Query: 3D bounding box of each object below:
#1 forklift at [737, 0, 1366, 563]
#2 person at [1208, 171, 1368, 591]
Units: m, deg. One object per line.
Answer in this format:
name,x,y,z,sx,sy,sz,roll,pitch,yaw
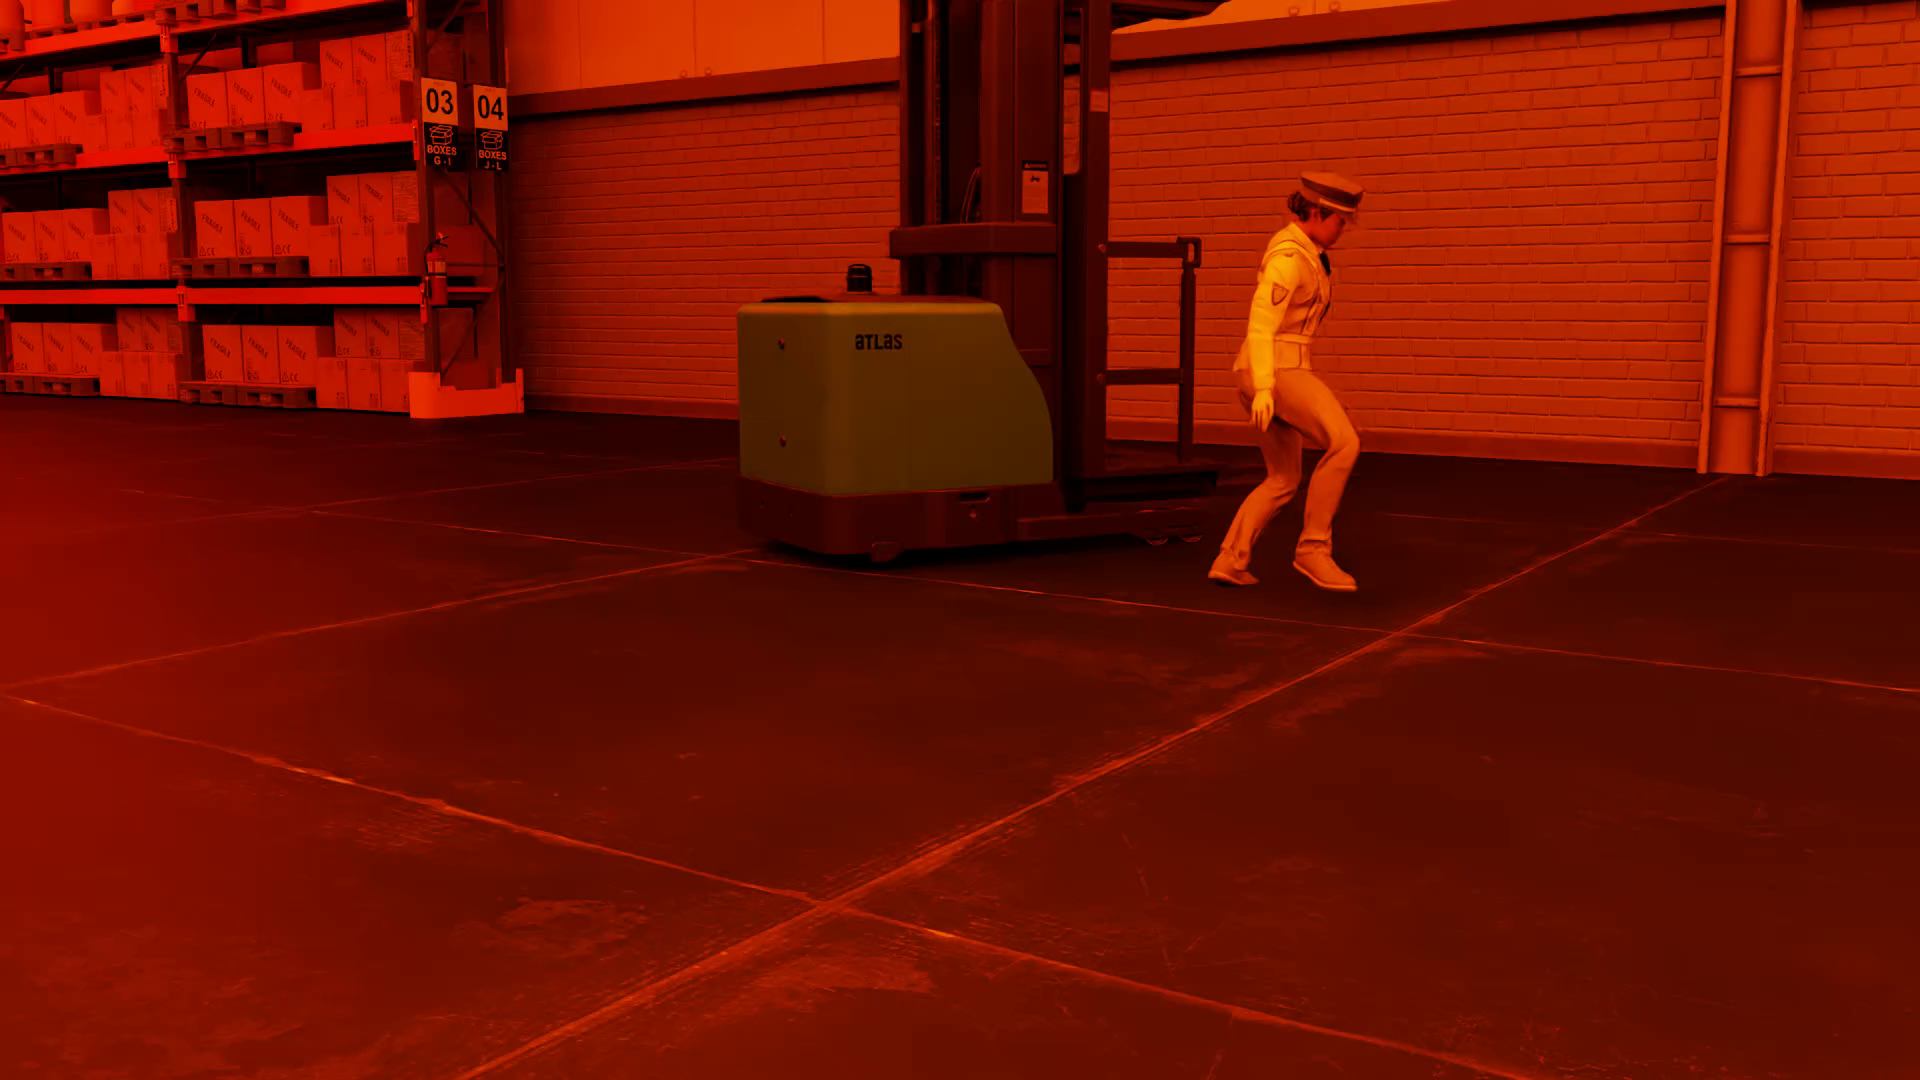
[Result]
forklift,0.539,-1.484,7.628,3.031,2.935,1.130,-5,9,-29
person,1.237,-0.582,6.362,0.544,1.608,1.060,1,8,7
